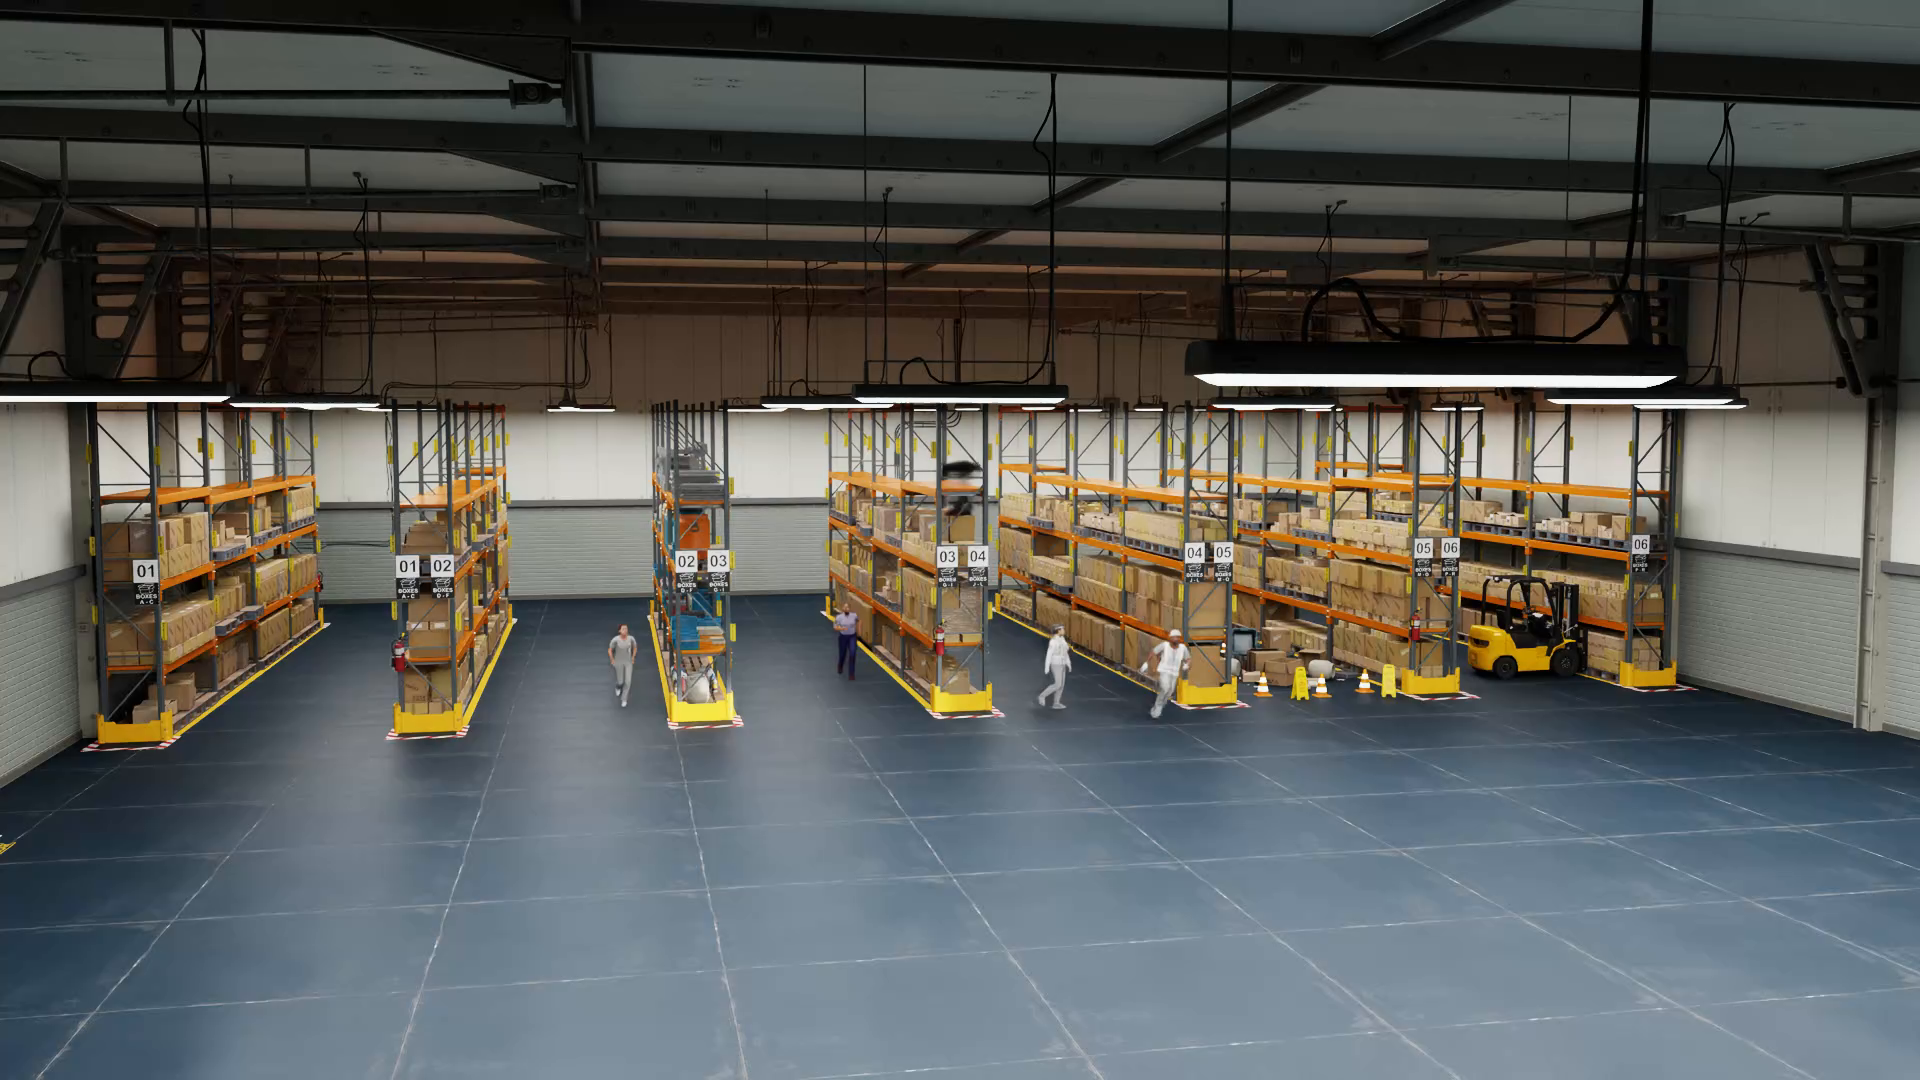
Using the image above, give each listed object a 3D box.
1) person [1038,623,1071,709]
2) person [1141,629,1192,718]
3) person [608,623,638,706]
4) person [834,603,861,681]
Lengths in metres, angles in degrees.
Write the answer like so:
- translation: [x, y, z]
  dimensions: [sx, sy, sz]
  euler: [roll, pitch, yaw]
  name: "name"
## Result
- translation: [1.830, 2.446, 32.348]
  dimensions: [0.546, 1.678, 0.614]
  euler: [2, 5, 29]
  name: "person"
- translation: [3.953, 2.527, 31.372]
  dimensions: [0.862, 1.689, 0.725]
  euler: [-2, 5, -22]
  name: "person"
- translation: [-6.670, 2.446, 32.932]
  dimensions: [0.578, 1.625, 0.616]
  euler: [-2, 5, -20]
  name: "person"
- translation: [-2.446, 2.188, 36.115]
  dimensions: [0.603, 1.689, 0.901]
  euler: [0, 4, -6]
  name: "person"
